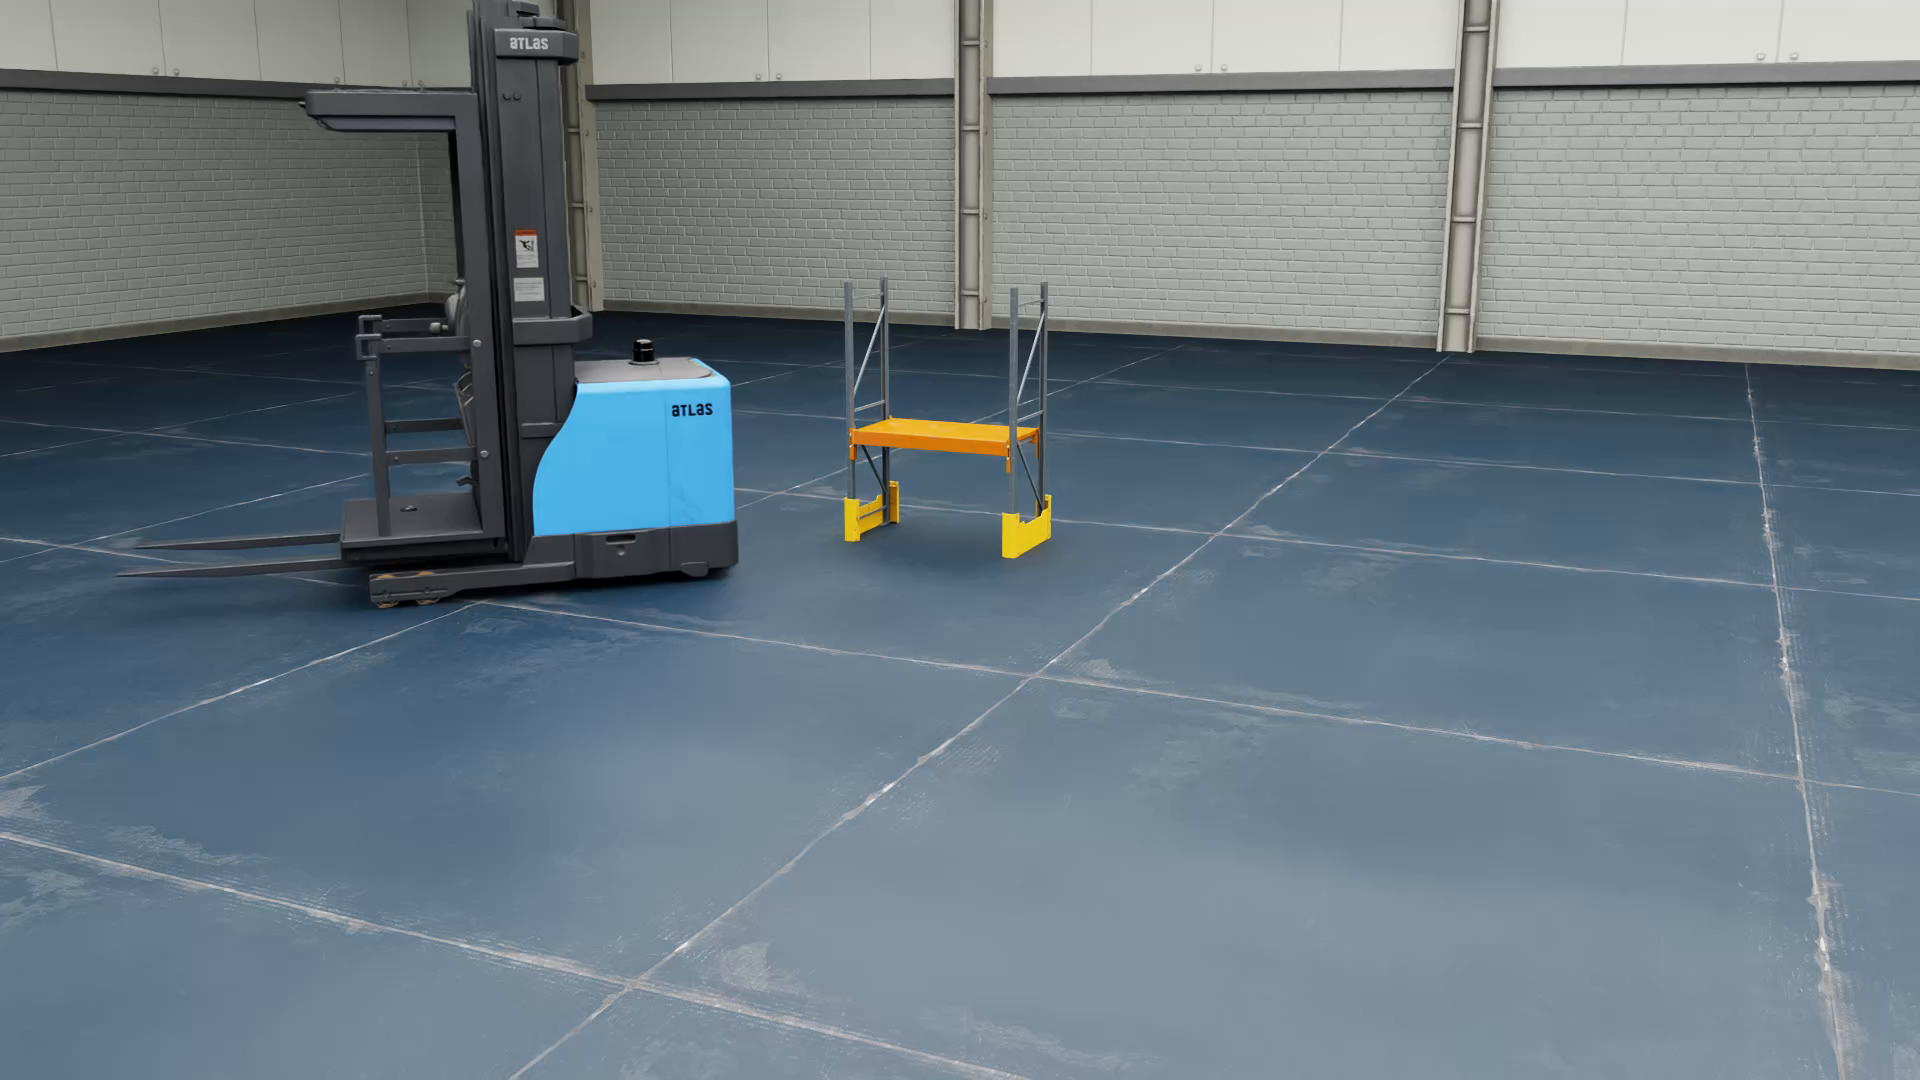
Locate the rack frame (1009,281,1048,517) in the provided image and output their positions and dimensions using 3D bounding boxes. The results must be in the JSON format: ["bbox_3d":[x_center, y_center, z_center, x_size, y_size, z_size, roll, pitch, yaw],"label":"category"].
[{"bbox_3d":[0.387,-0.691,9.417,0.032,1.500,0.500,6,14,23],"label":"rack frame"}]

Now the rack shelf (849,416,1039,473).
[{"bbox_3d":[-0.078,-0.563,9.658,1.000,0.185,0.538,6,14,23],"label":"rack shelf"}]

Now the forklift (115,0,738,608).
[{"bbox_3d":[-2.764,-1.222,8.548,3.031,2.935,1.130,-4,14,-18],"label":"forklift"}]

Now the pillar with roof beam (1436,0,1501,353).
[{"bbox_3d":[3.913,-5.642,14.100,0.400,9.000,9.100,6,14,23],"label":"pillar with roof beam"}]

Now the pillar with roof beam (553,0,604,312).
[{"bbox_3d":[-7.058,-6.752,18.832,0.400,9.000,9.100,6,14,23],"label":"pillar with roof beam"}]

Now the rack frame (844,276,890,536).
[{"bbox_3d":[-0.543,-0.785,9.818,0.032,1.500,0.500,6,14,23],"label":"rack frame"}]

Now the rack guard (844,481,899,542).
[{"bbox_3d":[-0.525,-0.175,9.953,0.087,0.250,0.587,6,14,23],"label":"rack guard"}]

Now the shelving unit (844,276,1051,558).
[{"bbox_3d":[-0.070,-0.737,9.614,1.083,1.500,0.587,6,14,23],"label":"shelving unit"}]

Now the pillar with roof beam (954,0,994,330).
[{"bbox_3d":[-1.573,-6.197,16.466,0.400,9.000,9.100,6,14,23],"label":"pillar with roof beam"}]

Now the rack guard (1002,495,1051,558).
[{"bbox_3d":[0.386,-0.083,9.560,0.087,0.250,0.587,6,14,23],"label":"rack guard"}]
